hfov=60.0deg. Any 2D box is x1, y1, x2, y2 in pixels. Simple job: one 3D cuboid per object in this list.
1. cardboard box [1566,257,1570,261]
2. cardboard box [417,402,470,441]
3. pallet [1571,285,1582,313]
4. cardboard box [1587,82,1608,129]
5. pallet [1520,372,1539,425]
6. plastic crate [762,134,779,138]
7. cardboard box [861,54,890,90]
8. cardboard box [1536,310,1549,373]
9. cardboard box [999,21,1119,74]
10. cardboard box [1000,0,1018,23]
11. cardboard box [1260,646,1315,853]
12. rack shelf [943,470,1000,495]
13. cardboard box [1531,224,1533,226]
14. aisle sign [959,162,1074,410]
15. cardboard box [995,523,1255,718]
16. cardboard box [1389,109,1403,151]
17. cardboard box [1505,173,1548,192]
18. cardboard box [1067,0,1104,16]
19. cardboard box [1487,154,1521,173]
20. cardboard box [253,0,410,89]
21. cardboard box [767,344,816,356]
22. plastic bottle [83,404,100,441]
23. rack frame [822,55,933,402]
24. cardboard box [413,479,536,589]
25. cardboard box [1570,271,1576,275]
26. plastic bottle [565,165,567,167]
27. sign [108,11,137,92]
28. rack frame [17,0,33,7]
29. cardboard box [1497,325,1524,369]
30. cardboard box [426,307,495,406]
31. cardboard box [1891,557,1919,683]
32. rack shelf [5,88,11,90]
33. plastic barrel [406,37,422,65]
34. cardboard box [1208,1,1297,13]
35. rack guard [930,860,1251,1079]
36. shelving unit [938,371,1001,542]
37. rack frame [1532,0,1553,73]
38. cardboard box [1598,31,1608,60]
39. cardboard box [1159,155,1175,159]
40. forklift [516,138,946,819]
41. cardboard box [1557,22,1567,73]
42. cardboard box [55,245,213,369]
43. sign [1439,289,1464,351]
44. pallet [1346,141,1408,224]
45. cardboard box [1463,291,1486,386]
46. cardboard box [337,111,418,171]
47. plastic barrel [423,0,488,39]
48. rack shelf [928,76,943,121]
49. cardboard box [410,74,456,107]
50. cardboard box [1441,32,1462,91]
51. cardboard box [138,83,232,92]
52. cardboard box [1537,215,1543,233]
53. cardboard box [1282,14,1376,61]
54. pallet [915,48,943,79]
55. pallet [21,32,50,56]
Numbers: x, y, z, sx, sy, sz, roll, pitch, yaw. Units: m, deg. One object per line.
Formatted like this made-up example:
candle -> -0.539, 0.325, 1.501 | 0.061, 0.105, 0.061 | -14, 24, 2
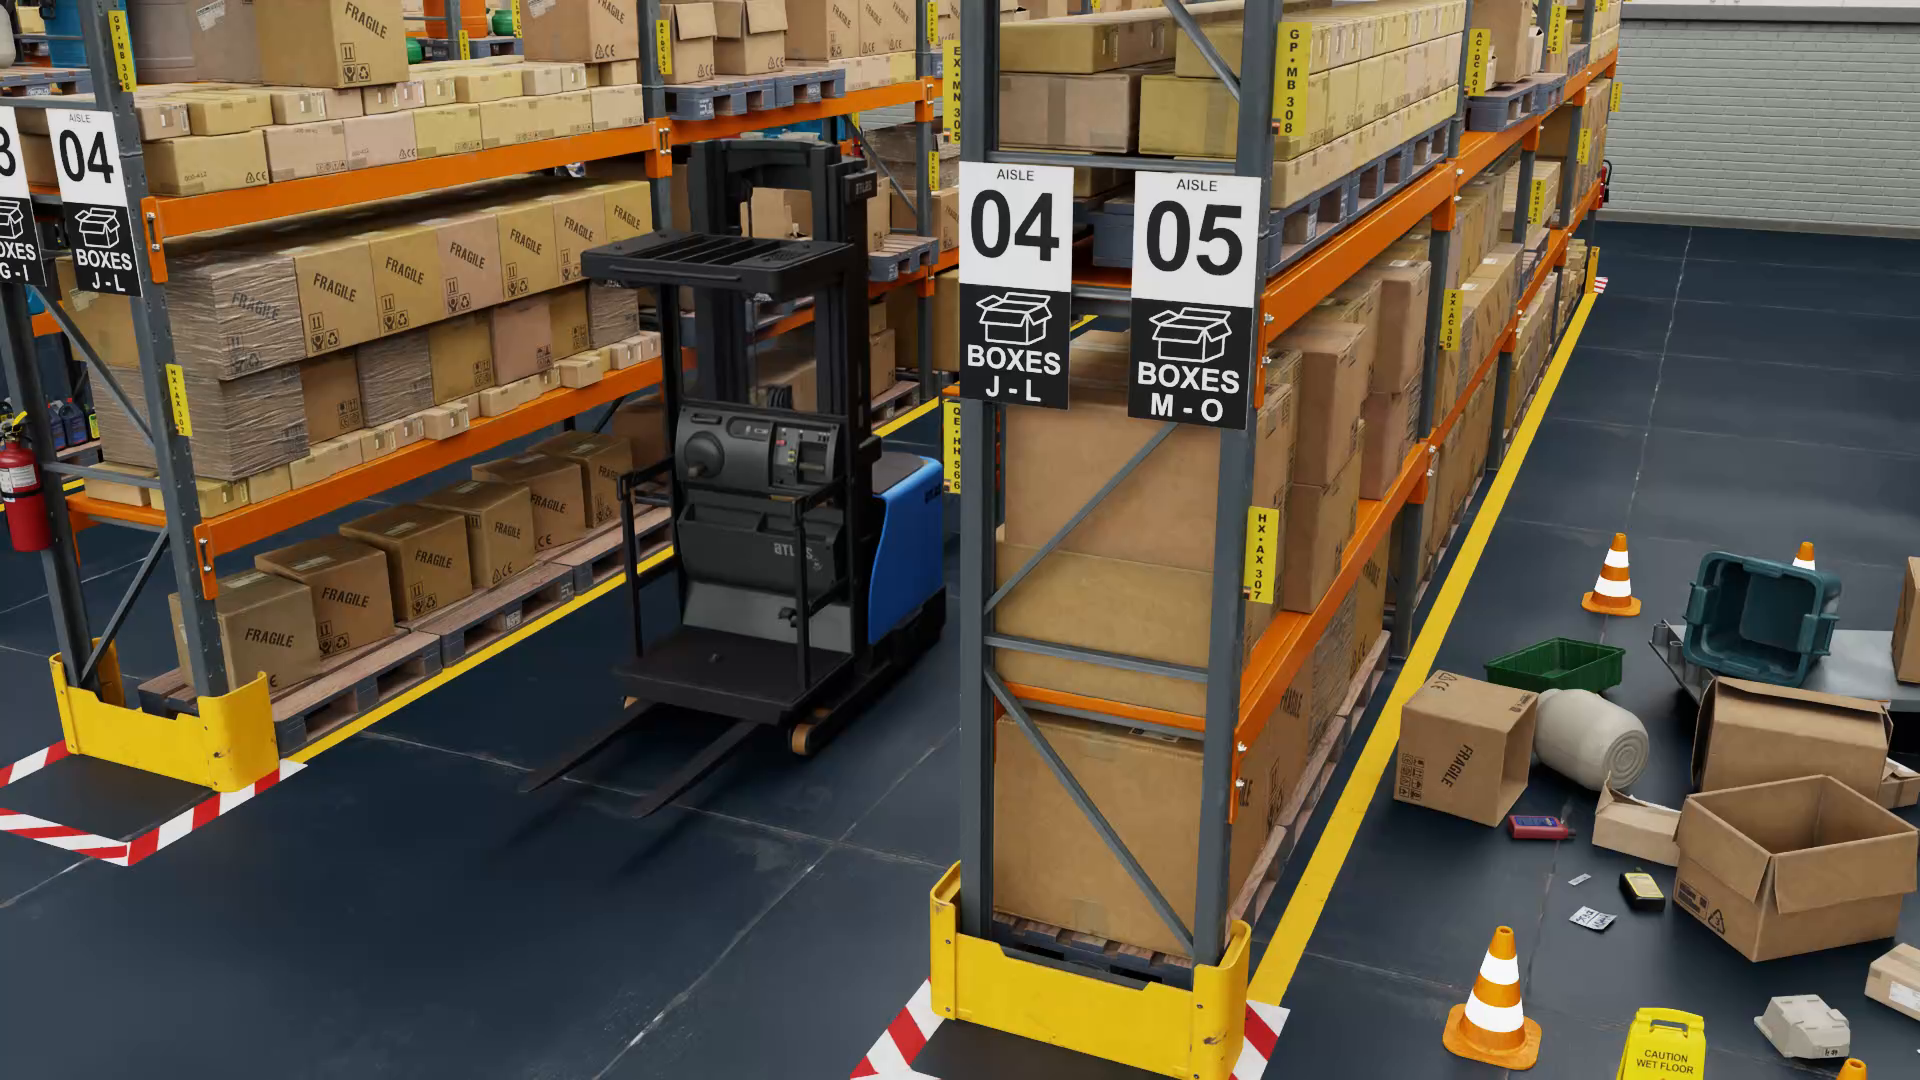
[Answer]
cardboard box -> 6.469, -3.021, 18.227 | 0.380, 0.149, 0.250 | 8, 21, 21
cardboard box -> -2.966, -0.675, 9.266 | 0.380, 0.149, 0.250 | 9, 21, 23
pallet -> 6.636, -2.893, 19.289 | 1.003, 0.211, 1.213 | 9, 21, 23
cardboard box -> 6.864, -4.803, 18.413 | 0.500, 0.500, 0.500 | 8, 21, 21
pallet -> 4.579, -1.325, 14.879 | 1.003, 0.211, 1.213 | 9, 21, 23
plastic crate -> -2.577, -5.151, 21.637 | 0.416, 0.233, 0.300 | 9, 21, 23
cardboard box -> -0.889, -3.750, 13.283 | 0.500, 0.250, 0.500 | 8, 21, 23
cardboard box -> 5.111, -1.854, 15.308 | 0.500, 0.500, 0.500 | 8, 21, 21
cardboard box -> 0.309, -1.648, 5.558 | 0.380, 0.149, 0.250 | 9, 21, 23
cardboard box -> 0.090, -5.027, 15.870 | 0.797, 0.503, 0.637 | 8, 21, 22
cardboard box -> 1.056, 0.735, 7.470 | 0.875, 0.875, 0.875 | 8, 21, 22
rack shelf -> 0.068, -0.365, 11.499 | 0.258, 0.148, 0.480 | 9, 21, 23
cardboard box -> 4.663, -2.762, 14.063 | 0.380, 0.149, 0.250 | 8, 21, 22
aisle sign -> 0.178, -0.827, 5.438 | 0.394, 0.787, 0.004 | 9, 21, 23
cardboard box -> 0.591, 0.227, 6.130 | 0.875, 0.550, 0.550 | 9, 21, 23
cardboard box -> 1.637, -1.723, 6.961 | 0.380, 0.149, 0.250 | 8, 21, 23
cardboard box -> 4.980, -3.145, 14.697 | 0.380, 0.149, 0.250 | 8, 21, 21
cardboard box -> 1.176, -5.915, 18.224 | 0.700, 0.500, 0.500 | 7, 21, 20
cardboard box -> 5.335, -3.625, 16.592 | 0.500, 0.500, 0.500 | 9, 21, 23
cardboard box -> -3.149, -2.547, 8.338 | 0.500, 0.500, 0.500 | 8, 21, 22
cardboard box -> -1.199, -1.390, 13.976 | 0.700, 0.500, 0.500 | 7, 21, 18
plastic bottle -> -6.780, -0.932, 13.009 | 0.061, 0.283, 0.133 | 10, 22, 25
rack frame -> -0.727, -2.740, 14.696 | 1.000, 3.000, 0.127 | 9, 21, 23
cardboard box -> -2.976, -0.044, 10.218 | 0.500, 0.500, 0.500 | 7, 21, 18
cardboard box -> 6.543, -2.873, 18.255 | 0.380, 0.149, 0.250 | 10, 22, 25
plastic bottle -> -4.524, -4.211, 19.019 | 0.152, 0.276, 0.135 | 9, 21, 23
sign -> -3.508, -2.045, 6.961 | 0.100, 0.325, 0.005 | 9, 21, 23
rack frame -> -9.763, -6.927, 17.516 | 1.000, 3.000, 0.127 | 9, 21, 23
cardboard box -> 4.260, -1.579, 13.418 | 0.500, 0.250, 0.500 | 8, 21, 20
cardboard box -> -3.198, -1.113, 9.529 | 0.875, 0.500, 0.500 | 9, 21, 23
cardboard box -> 5.039, 0.429, 8.387 | 0.500, 0.500, 0.500 | 9, 21, 23
rack shelf -> -7.703, -2.659, 11.067 | 1.077, 0.370, 4.000 | 9, 21, 23
plastic barrel -> -5.300, -4.677, 15.898 | 0.294, 0.245, 0.294 | 0, 20, 0
cardboard box -> 1.348, -2.423, 7.739 | 0.380, 0.149, 0.250 | 8, 21, 22
rack guard -> 0.471, 1.602, 6.217 | 1.175, 0.500, 0.348 | 9, 21, 23
shelving unit -> 0.068, -0.616, 11.410 | 0.258, 1.200, 0.503 | 9, 21, 23
rack frame -> 3.756, -4.855, 11.690 | 1.000, 3.000, 0.127 | 9, 21, 23
cardboard box -> 6.253, -5.010, 16.826 | 0.500, 0.250, 0.500 | 10, 22, 25
cardboard box -> 0.620, -1.503, 6.342 | 0.380, 0.149, 0.250 | 9, 21, 23
forklift -> -1.128, -0.451, 8.364 | 1.130, 2.935, 3.031 | 8, 21, 22
cardboard box -> 4.431, -3.781, 12.997 | 0.500, 0.500, 0.500 | 9, 21, 23
cardboard box -> -4.004, -1.155, 8.153 | 0.500, 0.500, 0.500 | 9, 21, 23
sign -> 2.625, -1.175, 8.886 | 0.100, 0.325, 0.005 | 9, 21, 23
pallet -> 1.273, -1.557, 7.025 | 1.003, 0.211, 1.213 | 9, 21, 23
cardboard box -> 2.992, -1.283, 10.452 | 0.500, 0.500, 0.500 | 8, 21, 22
cardboard box -> -3.158, -2.058, 8.526 | 0.500, 0.250, 0.500 | 8, 21, 22
plastic barrel -> -5.011, -5.406, 16.449 | 0.600, 0.830, 0.708 | 9, 21, 23
rack shelf -> 0.092, -4.425, 16.033 | 1.077, 0.370, 4.000 | 9, 21, 23
cardboard box -> -2.961, -2.435, 8.990 | 0.380, 0.149, 0.250 | 8, 21, 21
cardboard box -> 2.151, -2.348, 8.120 | 0.500, 0.250, 0.500 | 8, 21, 22
cardboard box -> -3.868, -2.194, 8.315 | 0.380, 0.149, 0.250 | 9, 21, 23
cardboard box -> 4.882, -2.783, 14.567 | 0.380, 0.149, 0.250 | 10, 22, 25
cardboard box -> 1.325, -1.867, 6.175 | 0.380, 0.149, 0.250 | 8, 21, 22
pallet -> -0.512, -4.268, 14.799 | 1.213, 0.211, 1.003 | 10, 22, 25
pallet -> -9.960, -5.205, 17.432 | 1.213, 0.211, 1.003 | 10, 22, 25
